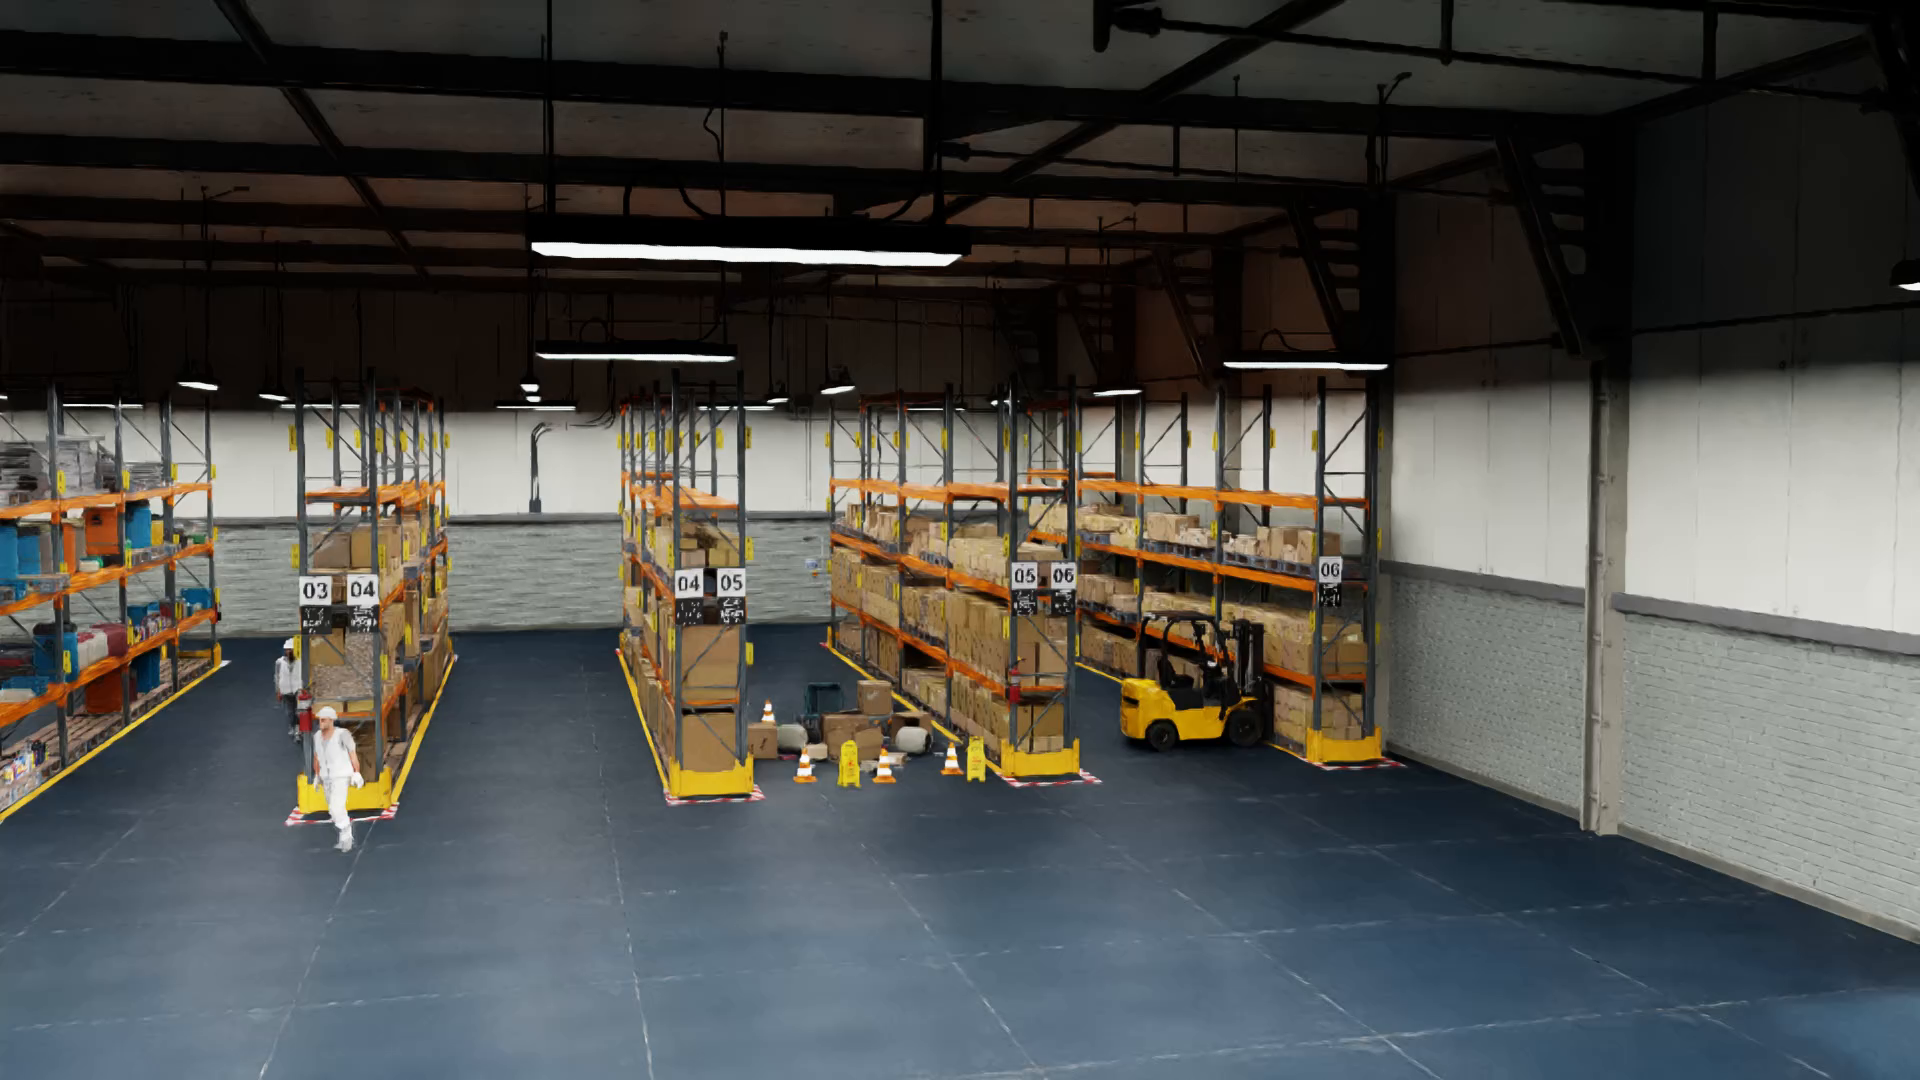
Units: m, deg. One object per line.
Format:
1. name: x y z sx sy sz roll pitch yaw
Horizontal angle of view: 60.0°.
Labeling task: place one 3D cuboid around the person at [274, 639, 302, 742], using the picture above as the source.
1. person: -11.144 2.488 27.728 0.543 1.700 1.111 -1 3 -11

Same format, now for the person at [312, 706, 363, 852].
1. person: -7.595 2.891 20.225 0.581 1.767 0.522 1 4 20
